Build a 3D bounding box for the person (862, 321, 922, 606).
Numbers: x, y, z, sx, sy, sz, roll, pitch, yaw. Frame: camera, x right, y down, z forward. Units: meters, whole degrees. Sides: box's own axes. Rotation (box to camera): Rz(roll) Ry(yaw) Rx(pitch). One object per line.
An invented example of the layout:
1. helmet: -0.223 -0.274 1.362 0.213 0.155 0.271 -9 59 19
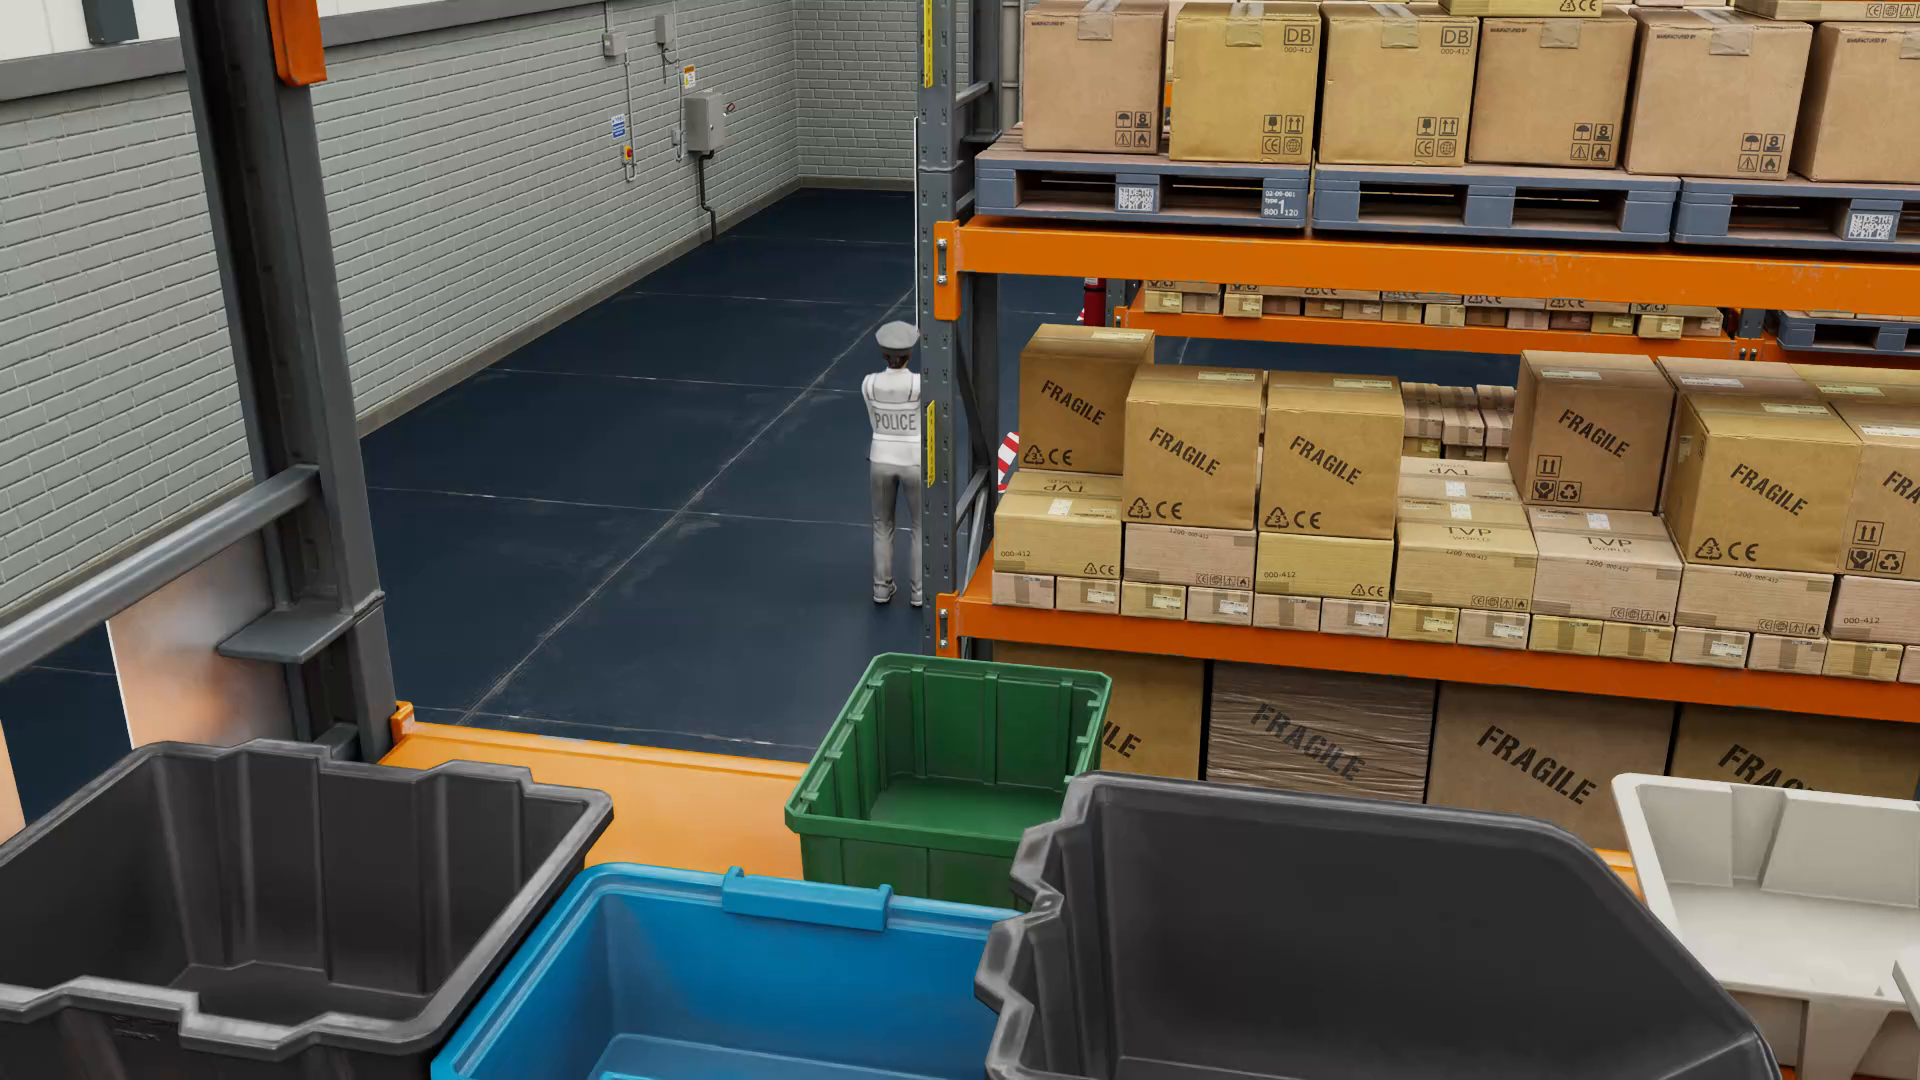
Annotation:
1. person: -0.335 -0.457 9.714 0.417 1.687 0.523 4 22 10
